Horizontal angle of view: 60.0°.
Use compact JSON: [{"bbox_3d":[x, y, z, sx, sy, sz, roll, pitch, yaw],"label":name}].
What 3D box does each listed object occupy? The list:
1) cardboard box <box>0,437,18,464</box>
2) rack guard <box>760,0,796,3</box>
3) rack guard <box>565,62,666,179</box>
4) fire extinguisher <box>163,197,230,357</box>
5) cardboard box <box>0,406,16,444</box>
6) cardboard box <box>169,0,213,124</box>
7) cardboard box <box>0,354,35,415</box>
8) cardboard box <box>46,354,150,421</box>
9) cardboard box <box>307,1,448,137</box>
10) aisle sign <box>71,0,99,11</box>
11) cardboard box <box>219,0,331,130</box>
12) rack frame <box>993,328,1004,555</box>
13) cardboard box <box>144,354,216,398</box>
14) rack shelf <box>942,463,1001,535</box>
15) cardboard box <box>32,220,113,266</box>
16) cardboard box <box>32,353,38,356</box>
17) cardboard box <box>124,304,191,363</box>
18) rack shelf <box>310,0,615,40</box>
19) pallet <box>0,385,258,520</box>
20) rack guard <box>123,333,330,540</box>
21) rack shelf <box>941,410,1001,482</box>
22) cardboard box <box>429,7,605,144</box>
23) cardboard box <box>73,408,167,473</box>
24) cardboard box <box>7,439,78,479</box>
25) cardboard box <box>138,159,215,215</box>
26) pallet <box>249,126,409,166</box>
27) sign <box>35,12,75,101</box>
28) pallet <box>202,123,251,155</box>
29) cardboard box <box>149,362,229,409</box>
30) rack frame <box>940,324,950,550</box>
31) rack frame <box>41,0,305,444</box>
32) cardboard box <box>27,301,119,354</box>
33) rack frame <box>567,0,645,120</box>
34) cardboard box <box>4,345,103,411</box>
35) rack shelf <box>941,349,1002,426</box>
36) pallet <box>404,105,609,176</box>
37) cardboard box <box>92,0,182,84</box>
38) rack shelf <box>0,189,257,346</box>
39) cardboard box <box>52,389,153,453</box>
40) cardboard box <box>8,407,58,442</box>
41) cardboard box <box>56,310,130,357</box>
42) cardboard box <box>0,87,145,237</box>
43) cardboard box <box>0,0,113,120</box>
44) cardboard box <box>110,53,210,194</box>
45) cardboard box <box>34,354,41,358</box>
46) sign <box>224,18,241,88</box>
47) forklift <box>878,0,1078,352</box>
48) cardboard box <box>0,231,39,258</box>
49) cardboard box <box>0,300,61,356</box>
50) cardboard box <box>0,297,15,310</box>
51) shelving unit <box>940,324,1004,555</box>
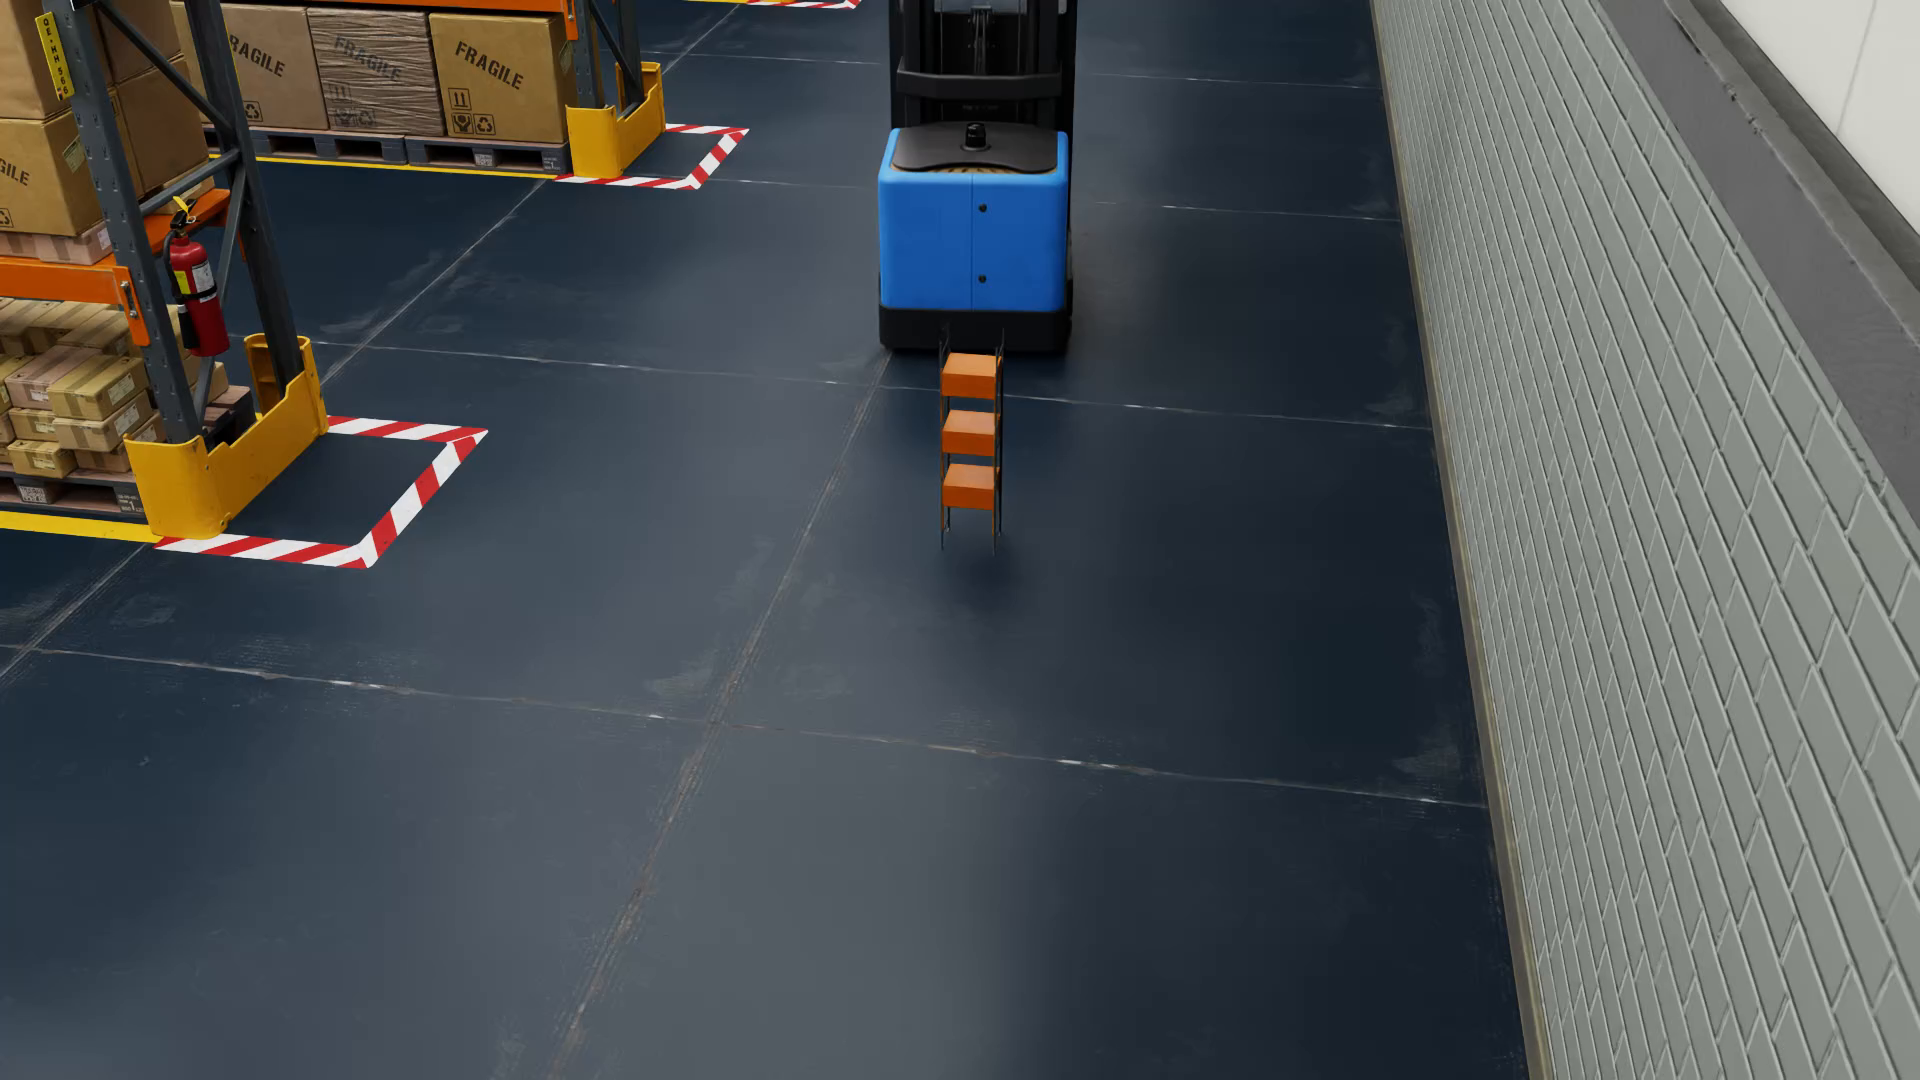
[{"bbox_3d":[-4.545,-0.526,8.055,0.250,0.149,0.380,5,32,8],"label":"cardboard box"},{"bbox_3d":[-1.681,-5.701,16.387,0.348,0.500,1.175,5,32,8],"label":"rack guard"},{"bbox_3d":[-2.517,-3.104,12.237,0.348,0.500,1.175,5,32,8],"label":"rack guard"},{"bbox_3d":[-3.304,-1.126,7.145,0.183,0.674,0.296,5,32,8],"label":"fire extinguisher"},{"bbox_3d":[-4.555,-0.619,7.923,0.250,0.149,0.380,4,32,6],"label":"cardboard box"},{"bbox_3d":[-5.846,-3.699,12.439,0.875,0.875,0.875,5,32,8],"label":"cardboard box"},{"bbox_3d":[-4.553,-0.726,7.813,0.250,0.149,0.380,4,32,7],"label":"cardboard box"},{"bbox_3d":[-4.039,-0.717,7.798,0.250,0.149,0.380,6,32,9],"label":"cardboard box"},{"bbox_3d":[-4.082,-3.539,12.184,0.875,0.875,0.875,5,32,8],"label":"cardboard box"},{"bbox_3d":[-3.453,-2.519,6.497,0.004,0.787,0.394,5,32,8],"label":"aisle sign"},{"bbox_3d":[-4.959,-3.619,12.311,0.875,0.875,0.875,5,32,8],"label":"cardboard box"},{"bbox_3d":[0.173,-0.429,7.446,0.008,1.050,0.200,5,32,8],"label":"rack frame"},{"bbox_3d":[-3.948,-0.857,8.303,0.250,0.149,0.380,6,33,10],"label":"cardboard box"},{"bbox_3d":[0.053,-0.196,7.617,0.240,0.259,0.215,5,32,8],"label":"rack shelf"},{"bbox_3d":[-3.843,-1.355,7.325,0.250,0.149,0.380,5,32,8],"label":"cardboard box"},{"bbox_3d":[-4.699,-0.966,8.477,0.250,0.149,0.380,6,33,10],"label":"cardboard box"},{"bbox_3d":[-3.934,-1.027,8.293,0.250,0.149,0.380,4,32,6],"label":"cardboard box"},{"bbox_3d":[-4.512,-4.039,12.054,4.000,0.370,1.077,5,32,8],"label":"rack shelf"},{"bbox_3d":[-4.344,-0.496,8.344,1.213,0.211,1.003,5,32,8],"label":"pallet"},{"bbox_3d":[-3.549,-0.528,8.122,0.348,0.500,1.175,5,32,8],"label":"rack guard"},{"bbox_3d":[0.053,-0.431,7.469,0.240,0.259,0.215,5,32,8],"label":"rack shelf"},{"bbox_3d":[-3.185,-3.458,12.054,0.875,0.875,0.875,5,32,8],"label":"cardboard box"},{"bbox_3d":[-4.028,-0.488,7.993,0.250,0.149,0.380,6,32,9],"label":"cardboard box"},{"bbox_3d":[-4.299,-0.458,7.945,0.250,0.149,0.380,6,33,10],"label":"cardboard box"},{"bbox_3d":[-3.738,-1.674,7.834,0.250,0.149,0.380,5,32,8],"label":"cardboard box"},{"bbox_3d":[-4.541,-3.124,12.542,1.213,0.211,1.003,5,32,8],"label":"pallet"},{"bbox_3d":[-3.587,-1.917,6.596,0.005,0.325,0.100,5,32,8],"label":"sign"},{"bbox_3d":[-5.747,-3.232,12.714,1.213,0.211,1.003,5,32,8],"label":"pallet"},{"bbox_3d":[-3.937,-0.764,8.435,0.250,0.149,0.380,6,33,9],"label":"cardboard box"},{"bbox_3d":[-0.068,-0.451,7.481,0.008,1.050,0.200,5,32,8],"label":"rack frame"},{"bbox_3d":[-3.474,-1.580,7.448,0.127,3.000,1.000,5,32,8],"label":"rack frame"},{"bbox_3d":[-4.452,-1.078,8.375,0.250,0.149,0.380,5,32,8],"label":"cardboard box"},{"bbox_3d":[-2.540,-4.165,11.578,0.127,3.000,1.000,5,32,8],"label":"rack frame"},{"bbox_3d":[-4.277,-0.769,7.882,0.250,0.149,0.380,6,33,9],"label":"cardboard box"},{"bbox_3d":[0.053,-0.672,7.319,0.240,0.259,0.215,5,32,8],"label":"rack shelf"},{"bbox_3d":[-3.342,-3.014,12.366,1.213,0.211,1.003,5,32,8],"label":"pallet"},{"bbox_3d":[-3.872,-2.352,7.363,0.500,0.500,0.500,5,32,8],"label":"cardboard box"},{"bbox_3d":[-5.446,-1.454,7.924,4.000,0.370,1.077,5,32,8],"label":"rack shelf"},{"bbox_3d":[-4.043,-0.574,7.850,0.250,0.149,0.380,4,32,7],"label":"cardboard box"},{"bbox_3d":[-4.291,-0.625,7.933,0.250,0.149,0.380,4,32,7],"label":"cardboard box"},{"bbox_3d":[-4.226,-0.988,8.232,0.250,0.149,0.380,6,33,9],"label":"cardboard box"},{"bbox_3d":[-3.961,-1.654,7.191,0.500,0.500,0.500,6,33,9],"label":"cardboard box"},{"bbox_3d":[-3.967,-2.083,6.934,0.500,0.500,0.500,5,32,7],"label":"cardboard box"},{"bbox_3d":[-3.870,-1.933,7.637,0.500,0.500,0.500,7,33,11],"label":"cardboard box"},{"bbox_3d":[-4.464,-0.887,8.350,0.250,0.149,0.380,6,32,9],"label":"cardboard box"},{"bbox_3d":[-3.383,-2.231,7.671,0.005,0.325,0.100,5,32,8],"label":"sign"},{"bbox_3d":[0.146,-3.048,9.856,1.130,2.935,3.031,2,32,3],"label":"forklift"},{"bbox_3d":[-4.082,-1.397,7.391,0.250,0.149,0.380,5,32,8],"label":"cardboard box"},{"bbox_3d":[-4.711,-1.057,8.341,0.250,0.149,0.380,4,32,6],"label":"cardboard box"},{"bbox_3d":[-4.983,-1.086,8.389,0.250,0.149,0.380,6,33,10],"label":"cardboard box"},{"bbox_3d":[0.053,-0.440,7.464,0.252,1.050,0.215,5,32,8],"label":"shelving unit"}]
